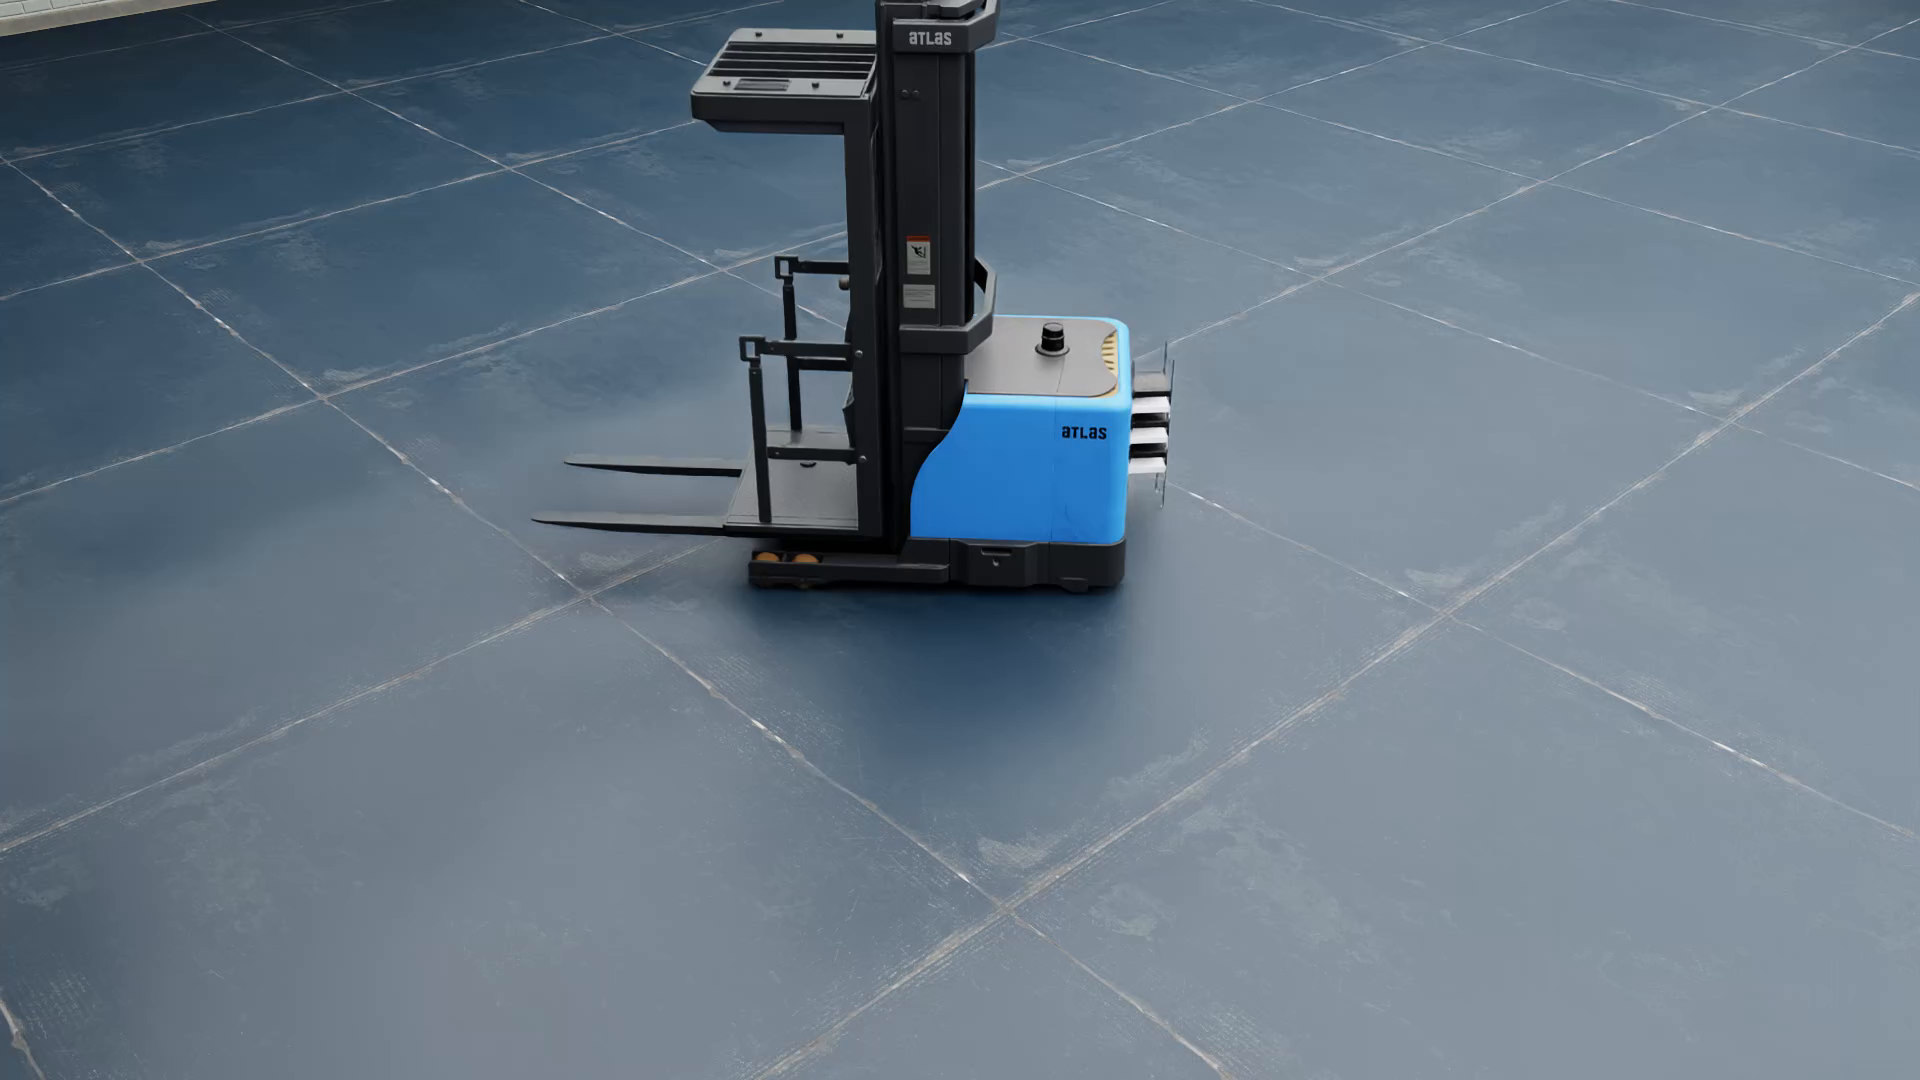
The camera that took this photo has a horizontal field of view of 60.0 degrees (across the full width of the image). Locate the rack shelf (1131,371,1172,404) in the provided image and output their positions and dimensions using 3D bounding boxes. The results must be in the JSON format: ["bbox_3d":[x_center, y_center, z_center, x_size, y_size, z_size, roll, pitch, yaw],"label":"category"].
[{"bbox_3d":[0.991,-0.805,8.750,0.200,0.077,0.258,-2,31,-3],"label":"rack shelf"}]

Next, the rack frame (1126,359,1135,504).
[{"bbox_3d":[0.889,-0.600,8.868,0.006,0.900,0.240,-2,31,-3],"label":"rack frame"}]

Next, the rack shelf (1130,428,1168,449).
[{"bbox_3d":[0.990,-0.575,8.891,0.200,0.077,0.258,-2,31,-3],"label":"rack shelf"}]

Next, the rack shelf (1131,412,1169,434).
[{"bbox_3d":[0.990,-0.652,8.844,0.200,0.077,0.258,-2,31,-3],"label":"rack shelf"}]

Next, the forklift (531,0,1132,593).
[{"bbox_3d":[-0.660,-1.284,8.040,3.031,2.935,1.130,2,32,3],"label":"forklift"}]

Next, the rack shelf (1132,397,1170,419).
[{"bbox_3d":[0.990,-0.729,8.797,0.200,0.077,0.258,-2,31,-3],"label":"rack shelf"}]

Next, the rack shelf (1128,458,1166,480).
[{"bbox_3d":[0.990,-0.421,8.985,0.200,0.077,0.258,-2,31,-3],"label":"rack shelf"}]

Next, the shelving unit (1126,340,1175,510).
[{"bbox_3d":[0.990,-0.603,8.874,0.210,0.900,0.258,-2,31,-3],"label":"shelving unit"}]

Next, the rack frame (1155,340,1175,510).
[{"bbox_3d":[1.092,-0.607,8.880,0.006,0.900,0.240,-2,31,-3],"label":"rack frame"}]

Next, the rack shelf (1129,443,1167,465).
[{"bbox_3d":[0.990,-0.498,8.938,0.200,0.077,0.258,-2,31,-3],"label":"rack shelf"}]
